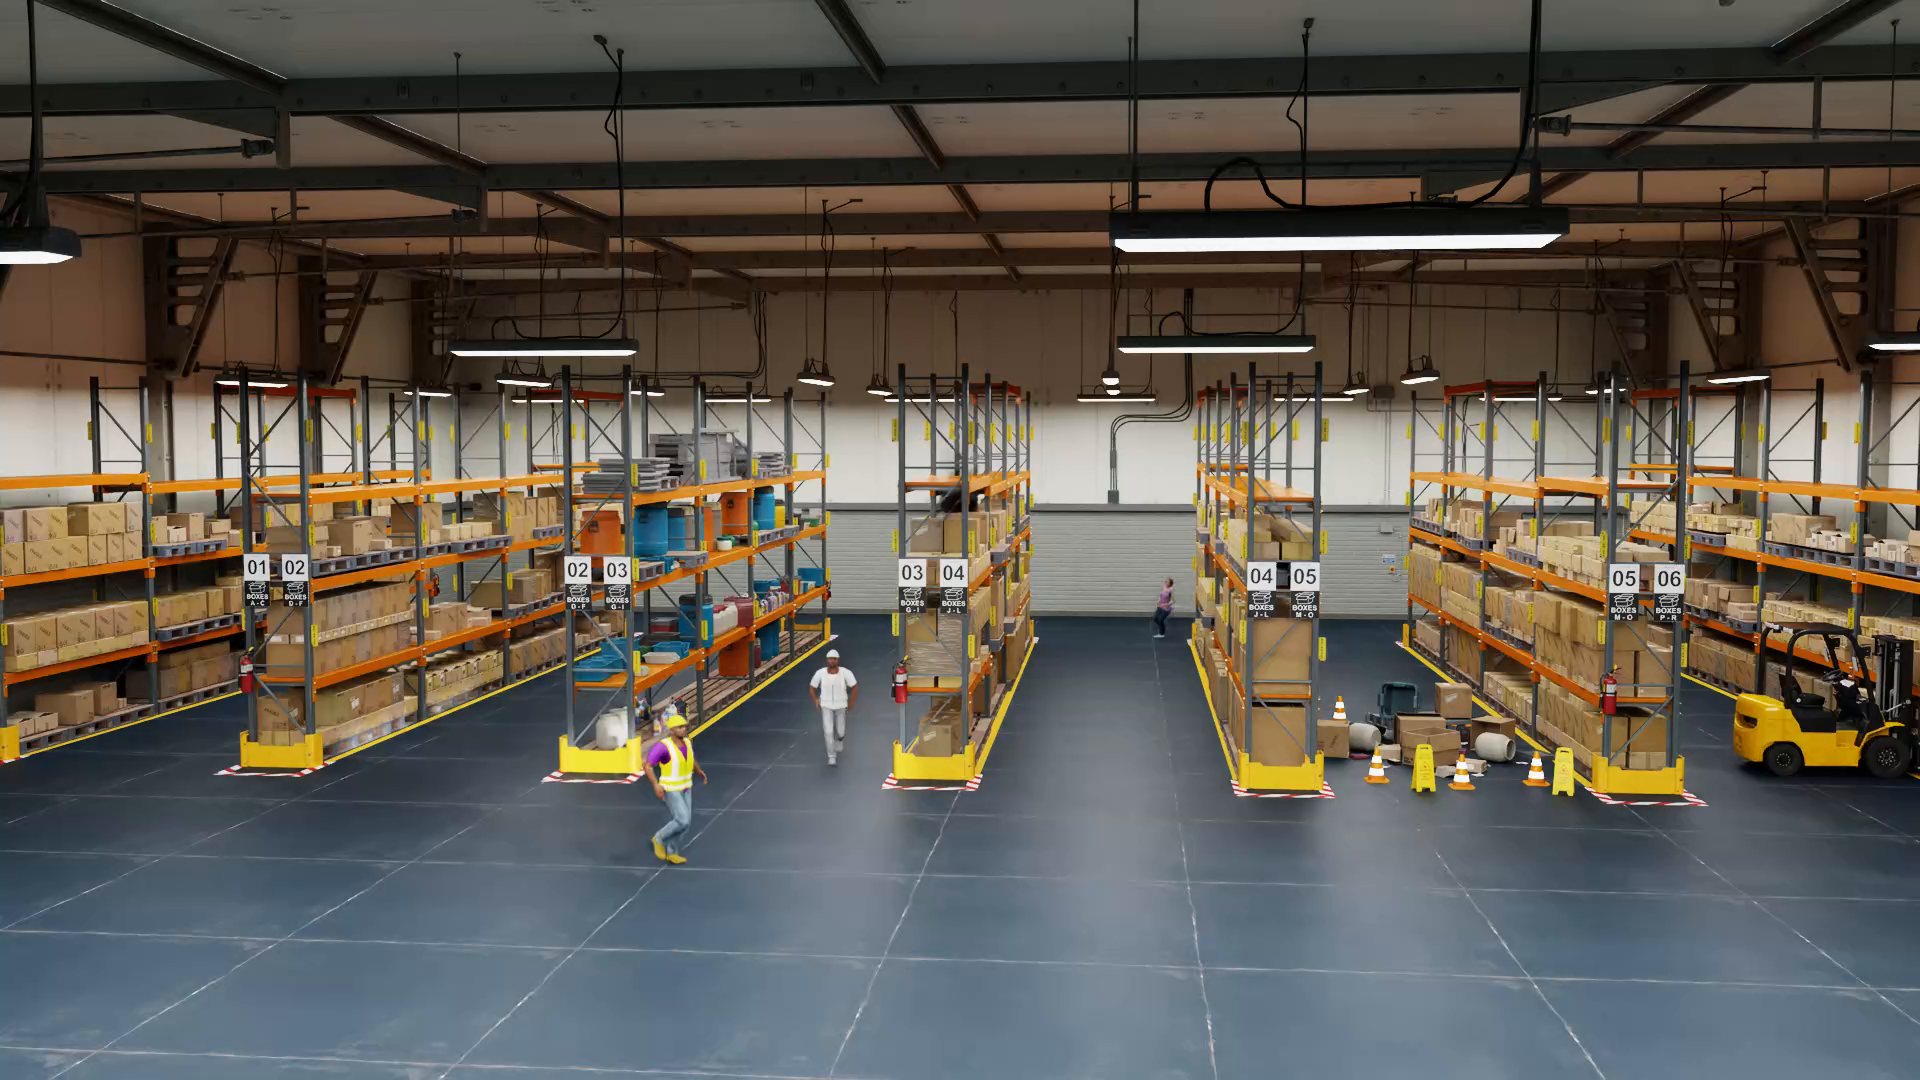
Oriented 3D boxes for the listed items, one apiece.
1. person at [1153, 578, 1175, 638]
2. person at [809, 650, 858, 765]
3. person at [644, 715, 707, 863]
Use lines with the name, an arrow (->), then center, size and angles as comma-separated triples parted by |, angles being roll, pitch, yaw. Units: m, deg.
person -> 4.944, 1.653, 40.471 | 0.509, 1.498, 0.721 | -3, 5, -38
person -> -1.922, 2.518, 25.253 | 0.741, 1.725, 0.696 | 0, 4, -4
person -> -3.275, 2.894, 19.350 | 0.573, 1.730, 0.710 | 2, 4, 31
